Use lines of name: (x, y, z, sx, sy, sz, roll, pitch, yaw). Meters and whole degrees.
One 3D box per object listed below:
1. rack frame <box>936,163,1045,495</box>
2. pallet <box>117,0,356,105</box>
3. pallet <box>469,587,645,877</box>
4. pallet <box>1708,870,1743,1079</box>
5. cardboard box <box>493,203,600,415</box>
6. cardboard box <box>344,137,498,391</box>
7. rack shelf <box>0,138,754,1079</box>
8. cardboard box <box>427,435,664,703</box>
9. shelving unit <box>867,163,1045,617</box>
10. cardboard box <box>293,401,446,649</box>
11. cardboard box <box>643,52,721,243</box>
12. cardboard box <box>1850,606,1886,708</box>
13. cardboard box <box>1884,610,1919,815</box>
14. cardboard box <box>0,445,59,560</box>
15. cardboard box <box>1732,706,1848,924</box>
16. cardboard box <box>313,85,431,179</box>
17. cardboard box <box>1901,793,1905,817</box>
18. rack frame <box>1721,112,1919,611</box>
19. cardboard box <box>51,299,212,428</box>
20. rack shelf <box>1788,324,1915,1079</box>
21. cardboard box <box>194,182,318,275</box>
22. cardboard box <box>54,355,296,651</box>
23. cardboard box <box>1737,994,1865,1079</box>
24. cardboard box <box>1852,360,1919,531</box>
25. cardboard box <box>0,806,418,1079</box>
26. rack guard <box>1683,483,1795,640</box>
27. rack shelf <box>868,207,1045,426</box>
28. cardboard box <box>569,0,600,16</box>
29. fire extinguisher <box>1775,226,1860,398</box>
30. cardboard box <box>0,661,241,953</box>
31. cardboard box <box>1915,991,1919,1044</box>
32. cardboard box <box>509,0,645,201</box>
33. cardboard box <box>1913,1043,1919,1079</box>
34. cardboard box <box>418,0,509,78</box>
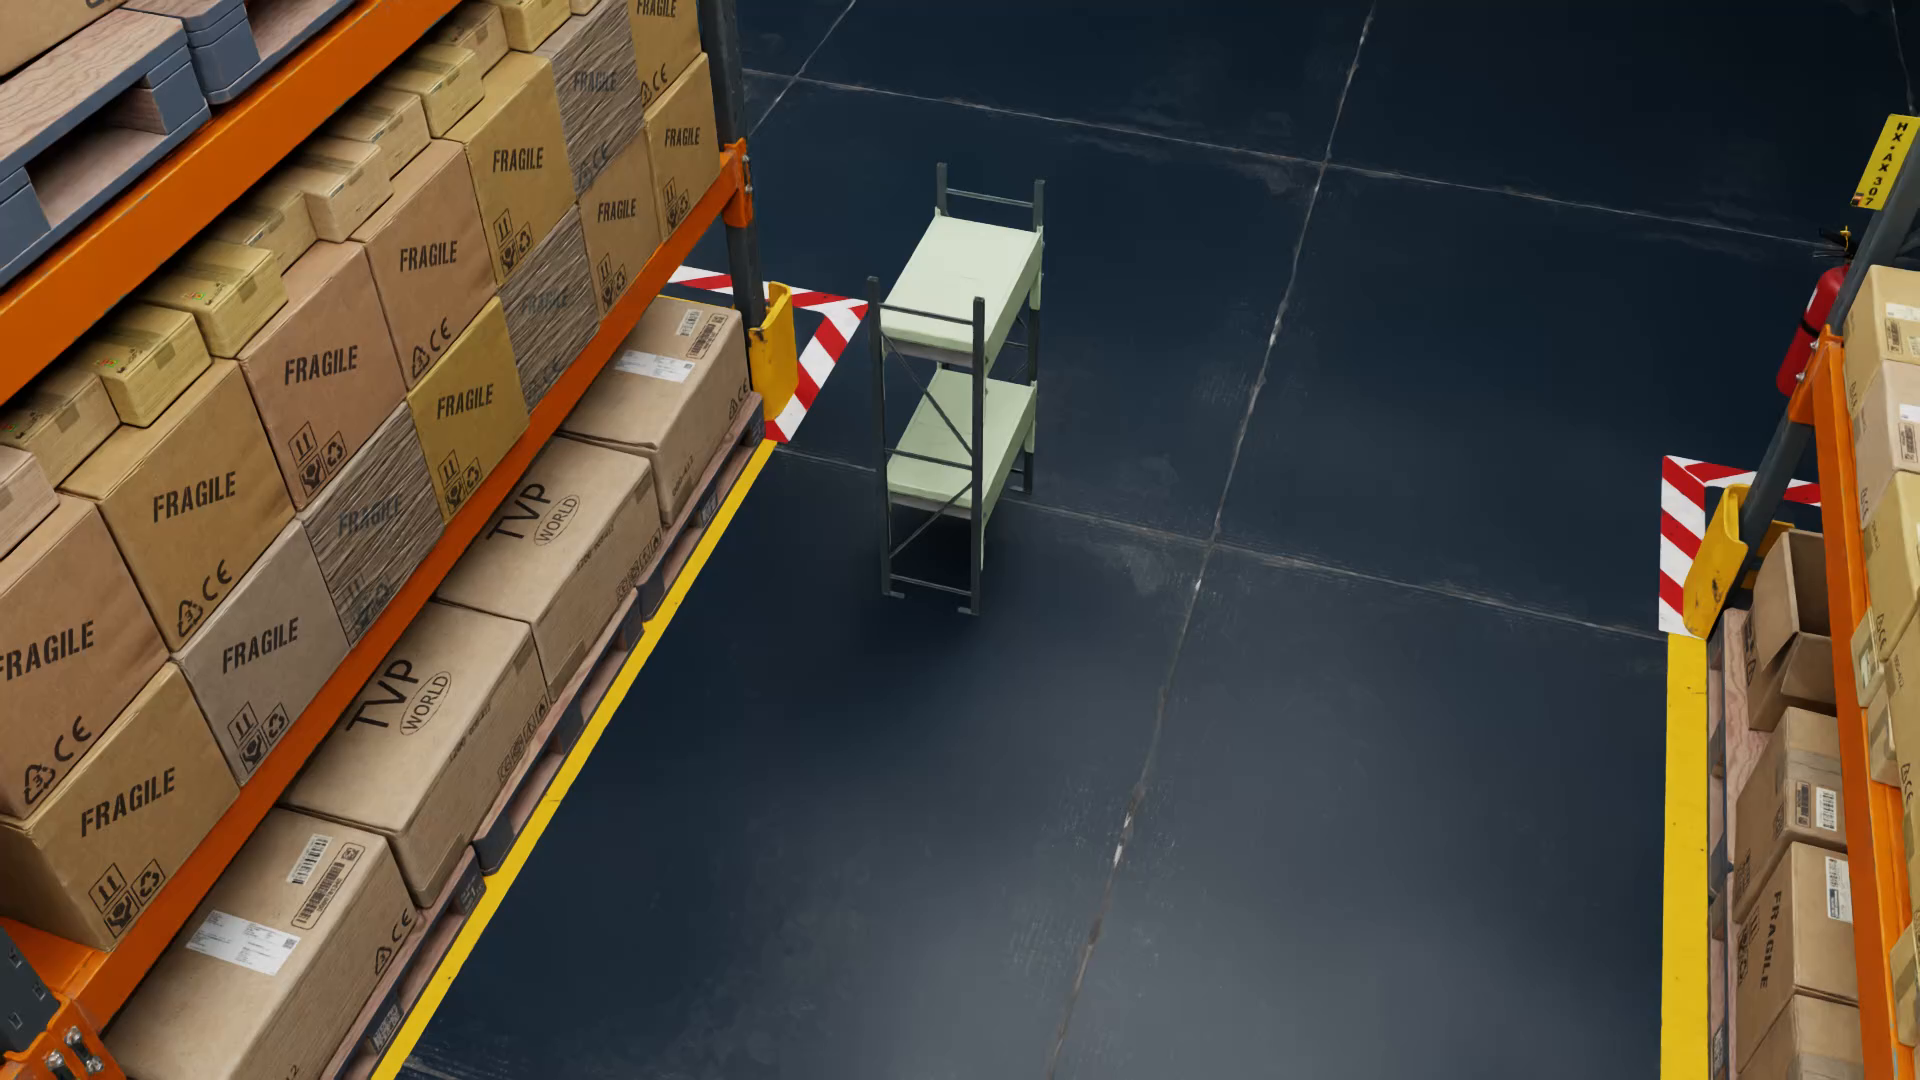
rack frame: (0.109, -0.776, 6.470, 0.400, 1.500, 0.023, 13, 46, 12)
pallet: (-1.906, -1.529, 4.086, 1.003, 0.211, 1.213, 13, 46, 13)
pallet: (-1.862, 0.556, 6.031, 1.003, 0.211, 1.213, 13, 46, 12)
pallet: (2.774, 1.638, 4.926, 1.003, 0.211, 1.213, 13, 46, 13)
cardboard box: (-1.530, -0.783, 5.334, 0.500, 0.500, 0.500, 14, 46, 14)
cardboard box: (-1.680, -0.804, 4.640, 0.500, 0.500, 0.500, 12, 46, 12)
rack shelf: (-1.929, -0.211, 5.335, 1.077, 0.370, 4.000, 13, 46, 13)
cardboard box: (-1.697, 0.038, 6.098, 0.875, 0.438, 0.875, 14, 46, 14)
shelving unit: (-0.002, -0.532, 6.221, 0.431, 1.500, 0.755, 13, 46, 12)
cardboard box: (-1.830, -0.092, 4.628, 0.500, 0.500, 0.500, 13, 46, 13)
cardboard box: (-1.217, -1.459, 6.025, 0.500, 0.500, 0.500, 13, 46, 13)
cardboard box: (2.610, 0.347, 4.430, 0.380, 0.149, 0.250, 11, 46, 11)
cardboard box: (2.577, 0.461, 4.029, 0.500, 0.250, 0.500, 11, 46, 11)
cardboard box: (-2.130, -0.089, 3.446, 0.380, 0.149, 0.250, 13, 46, 13)
cardboard box: (2.837, 0.940, 5.131, 0.700, 0.500, 0.500, 14, 46, 14)
cardboard box: (-1.673, -1.111, 4.490, 0.380, 0.149, 0.250, 14, 46, 14)
cardboard box: (2.537, 0.713, 4.056, 0.380, 0.149, 0.250, 12, 46, 12)
rack frame: (3.408, -0.752, 5.374, 1.000, 3.000, 0.127, 13, 46, 13)
cardboard box: (-1.959, -0.421, 3.786, 0.380, 0.149, 0.250, 12, 46, 12)
rack shelf: (2.803, 0.838, 4.263, 1.077, 0.370, 4.000, 13, 46, 13)
cardboard box: (-1.853, -0.777, 4.149, 0.380, 0.149, 0.250, 12, 46, 12)
cardboard box: (-2.001, -0.129, 3.951, 0.500, 0.500, 0.500, 12, 46, 12)
cardboard box: (2.522, 1.632, 4.424, 0.700, 0.500, 0.500, 11, 45, 11)
cardboard box: (2.862, -0.223, 4.728, 0.500, 0.250, 0.500, 13, 46, 13)
cardboard box: (-2.242, 1.235, 4.875, 0.875, 0.438, 0.875, 12, 46, 12)
rack guard: (3.385, 0.192, 6.196, 1.175, 0.500, 0.348, 13, 46, 13)
rack shelf: (-0.002, -0.811, 5.948, 0.431, 0.370, 0.720, 13, 46, 12)
cardboard box: (-1.293, -1.780, 5.174, 0.380, 0.149, 0.250, 12, 46, 12)
fire extinguisher: (3.012, -0.787, 5.731, 0.296, 0.674, 0.183, 13, 46, 13)
cardboard box: (-2.143, 0.572, 3.949, 0.500, 0.500, 0.500, 14, 46, 14)
cardboard box: (2.256, 1.133, 3.342, 0.500, 0.250, 0.500, 13, 46, 13)
cardboard box: (-1.373, -1.468, 5.319, 0.500, 0.500, 0.500, 13, 46, 13)
cardboard box: (2.272, 1.212, 3.546, 0.380, 0.149, 0.250, 14, 46, 14)
cardboard box: (-1.555, -1.462, 4.849, 0.380, 0.149, 0.250, 12, 46, 12)
